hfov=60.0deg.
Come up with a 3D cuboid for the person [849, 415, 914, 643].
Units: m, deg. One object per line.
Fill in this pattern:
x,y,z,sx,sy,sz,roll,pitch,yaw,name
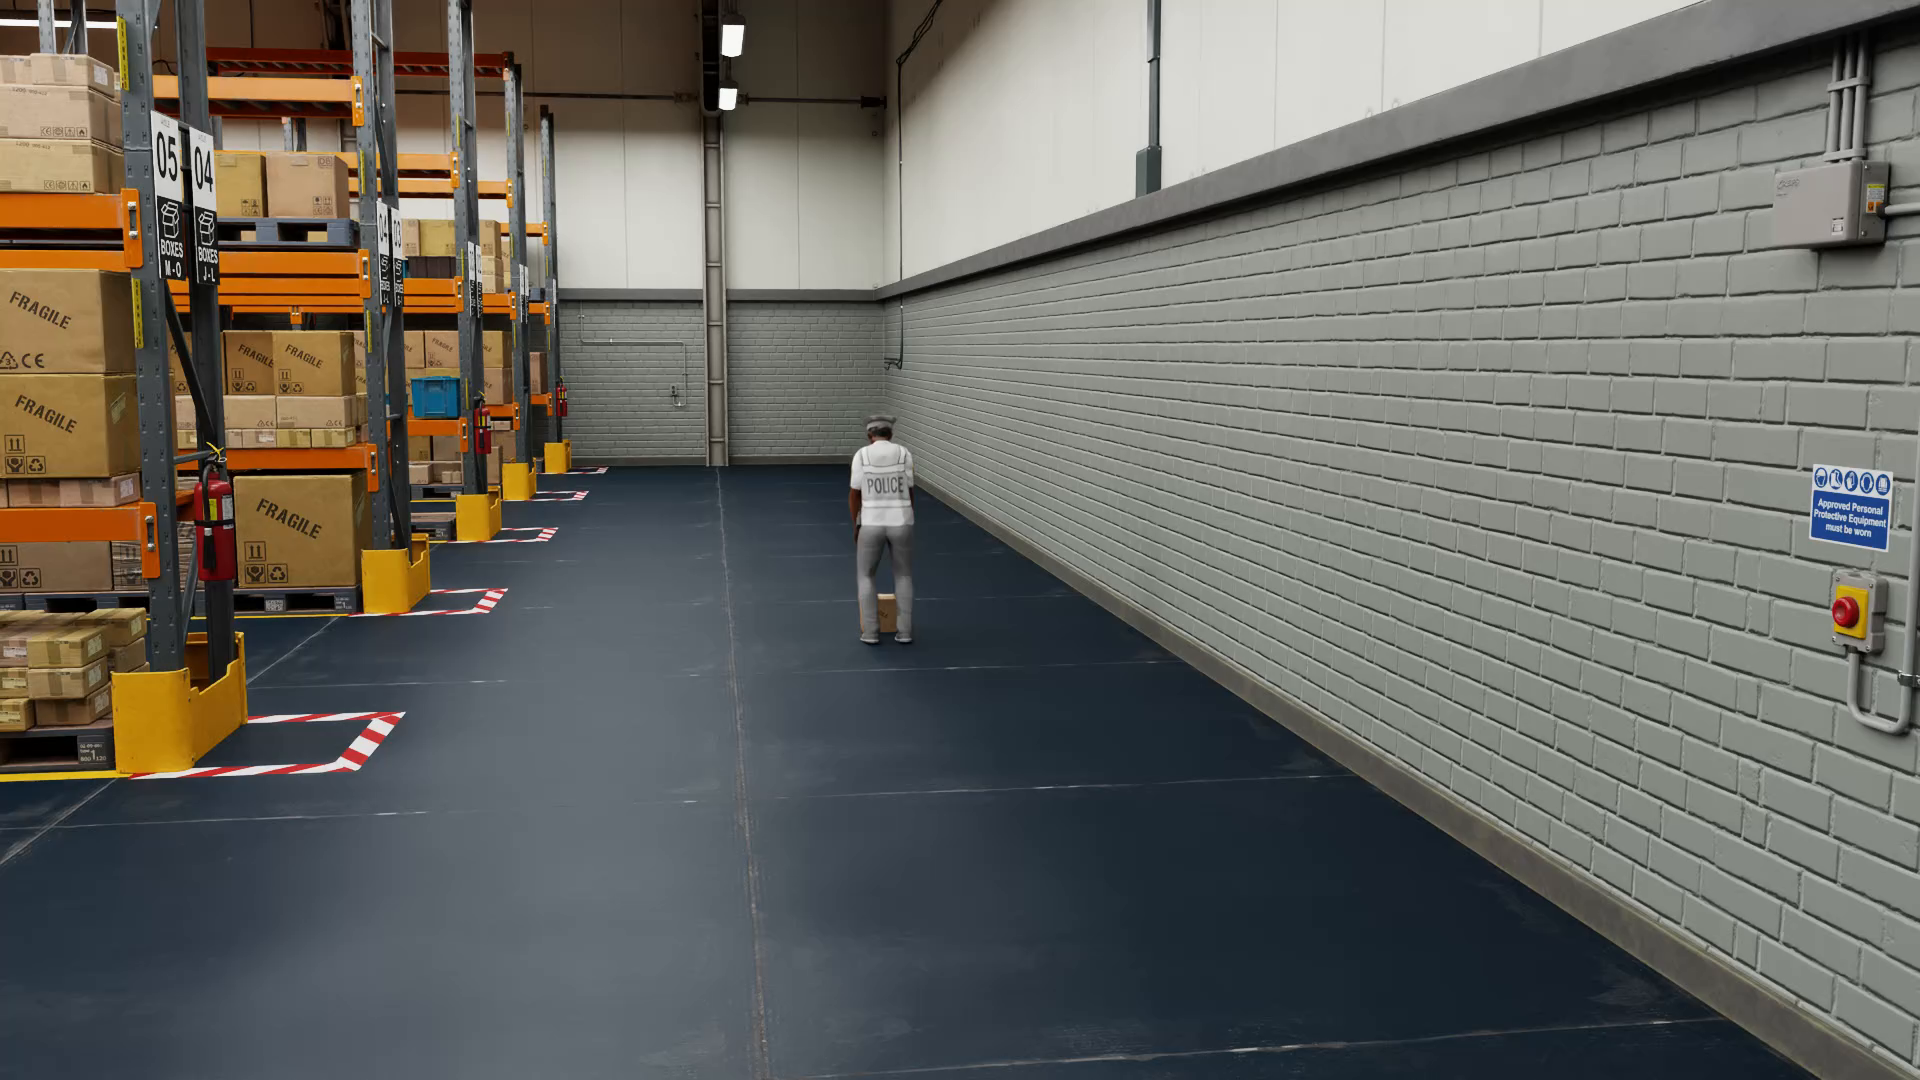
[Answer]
-0.553,-0.073,11.742,0.461,1.615,0.460,-1,7,-7,person
